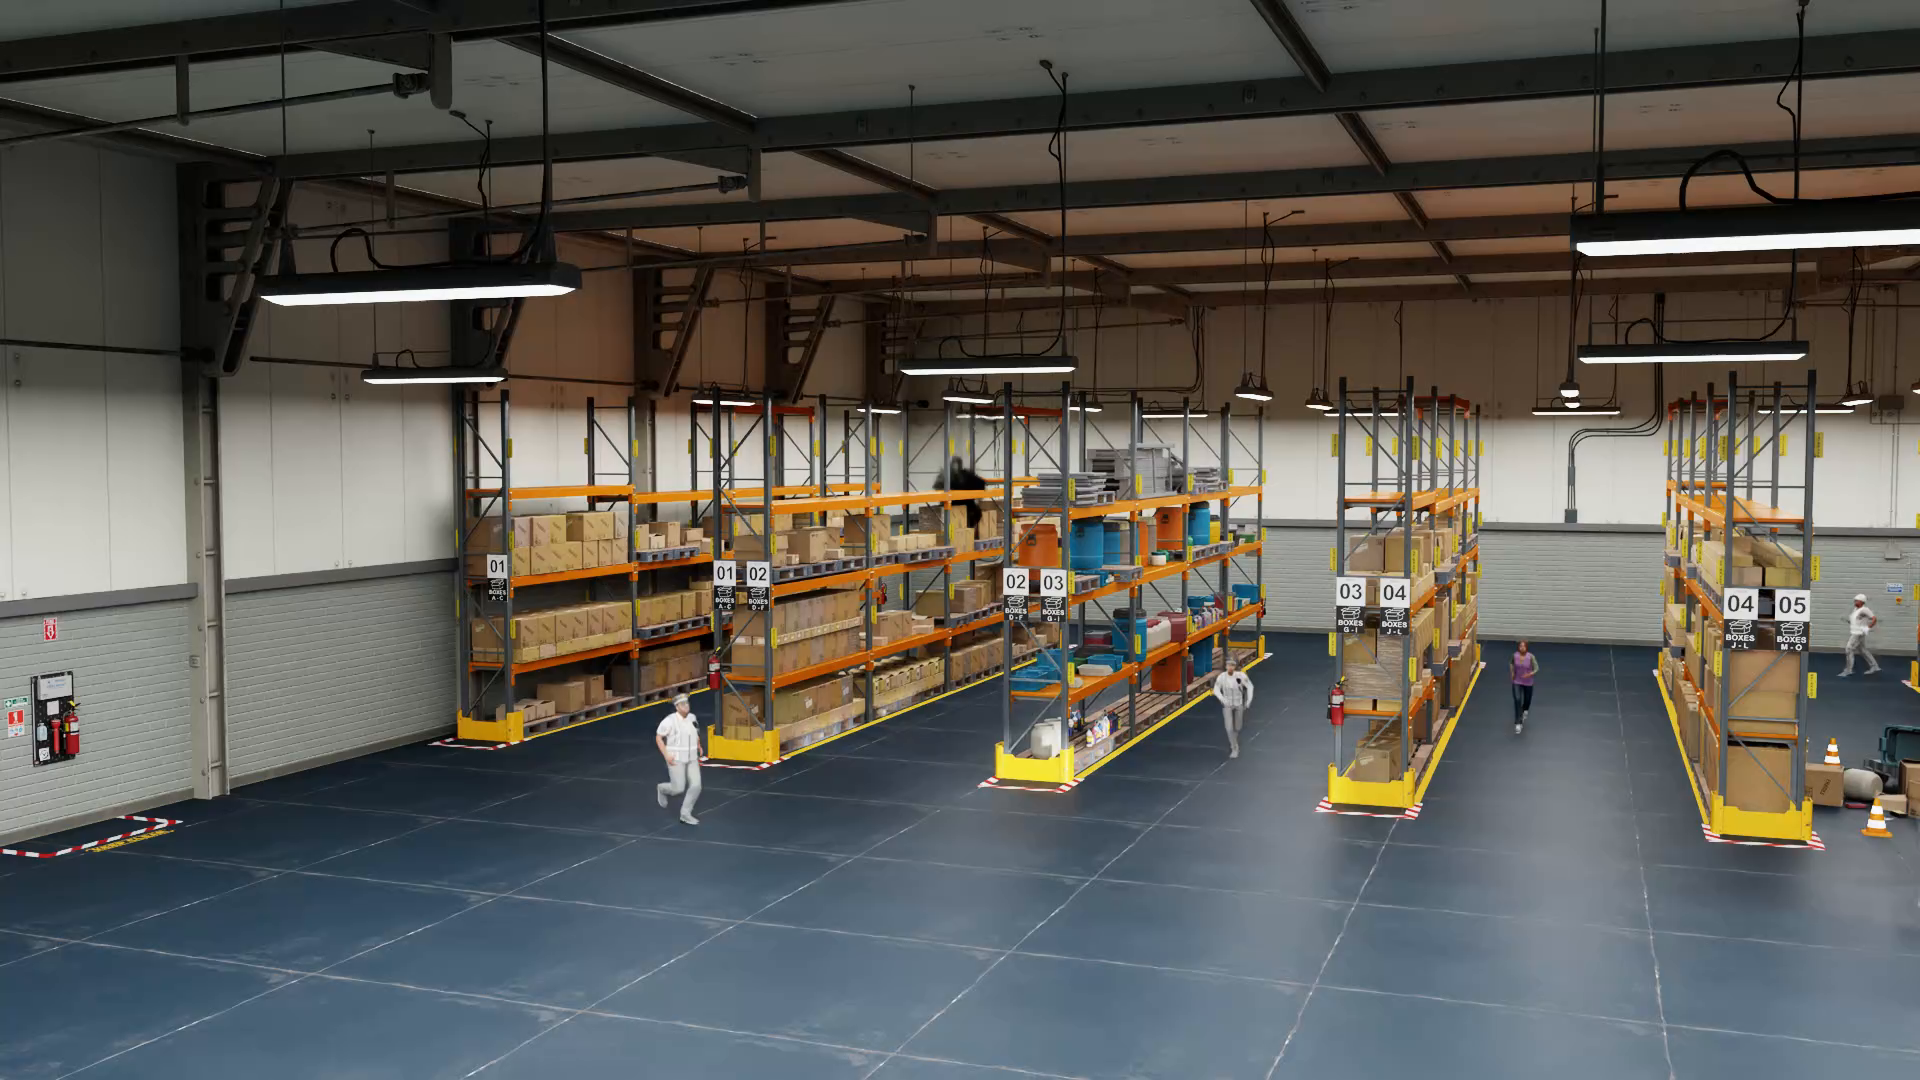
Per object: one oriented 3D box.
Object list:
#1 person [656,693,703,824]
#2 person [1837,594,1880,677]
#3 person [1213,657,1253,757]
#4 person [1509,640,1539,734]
[{"bbox_3d":[-3.752,2.916,22.319,0.683,1.746,0.659,-3,4,-42],"label":"person"},{"bbox_3d":[19.638,2.095,36.308,0.851,1.828,0.669,1,3,21],"label":"person"},{"bbox_3d":[4.462,2.706,27.171,0.649,1.654,0.660,0,3,8],"label":"person"},{"bbox_3d":[10.043,2.581,29.617,0.506,1.602,1.017,1,3,18],"label":"person"}]
